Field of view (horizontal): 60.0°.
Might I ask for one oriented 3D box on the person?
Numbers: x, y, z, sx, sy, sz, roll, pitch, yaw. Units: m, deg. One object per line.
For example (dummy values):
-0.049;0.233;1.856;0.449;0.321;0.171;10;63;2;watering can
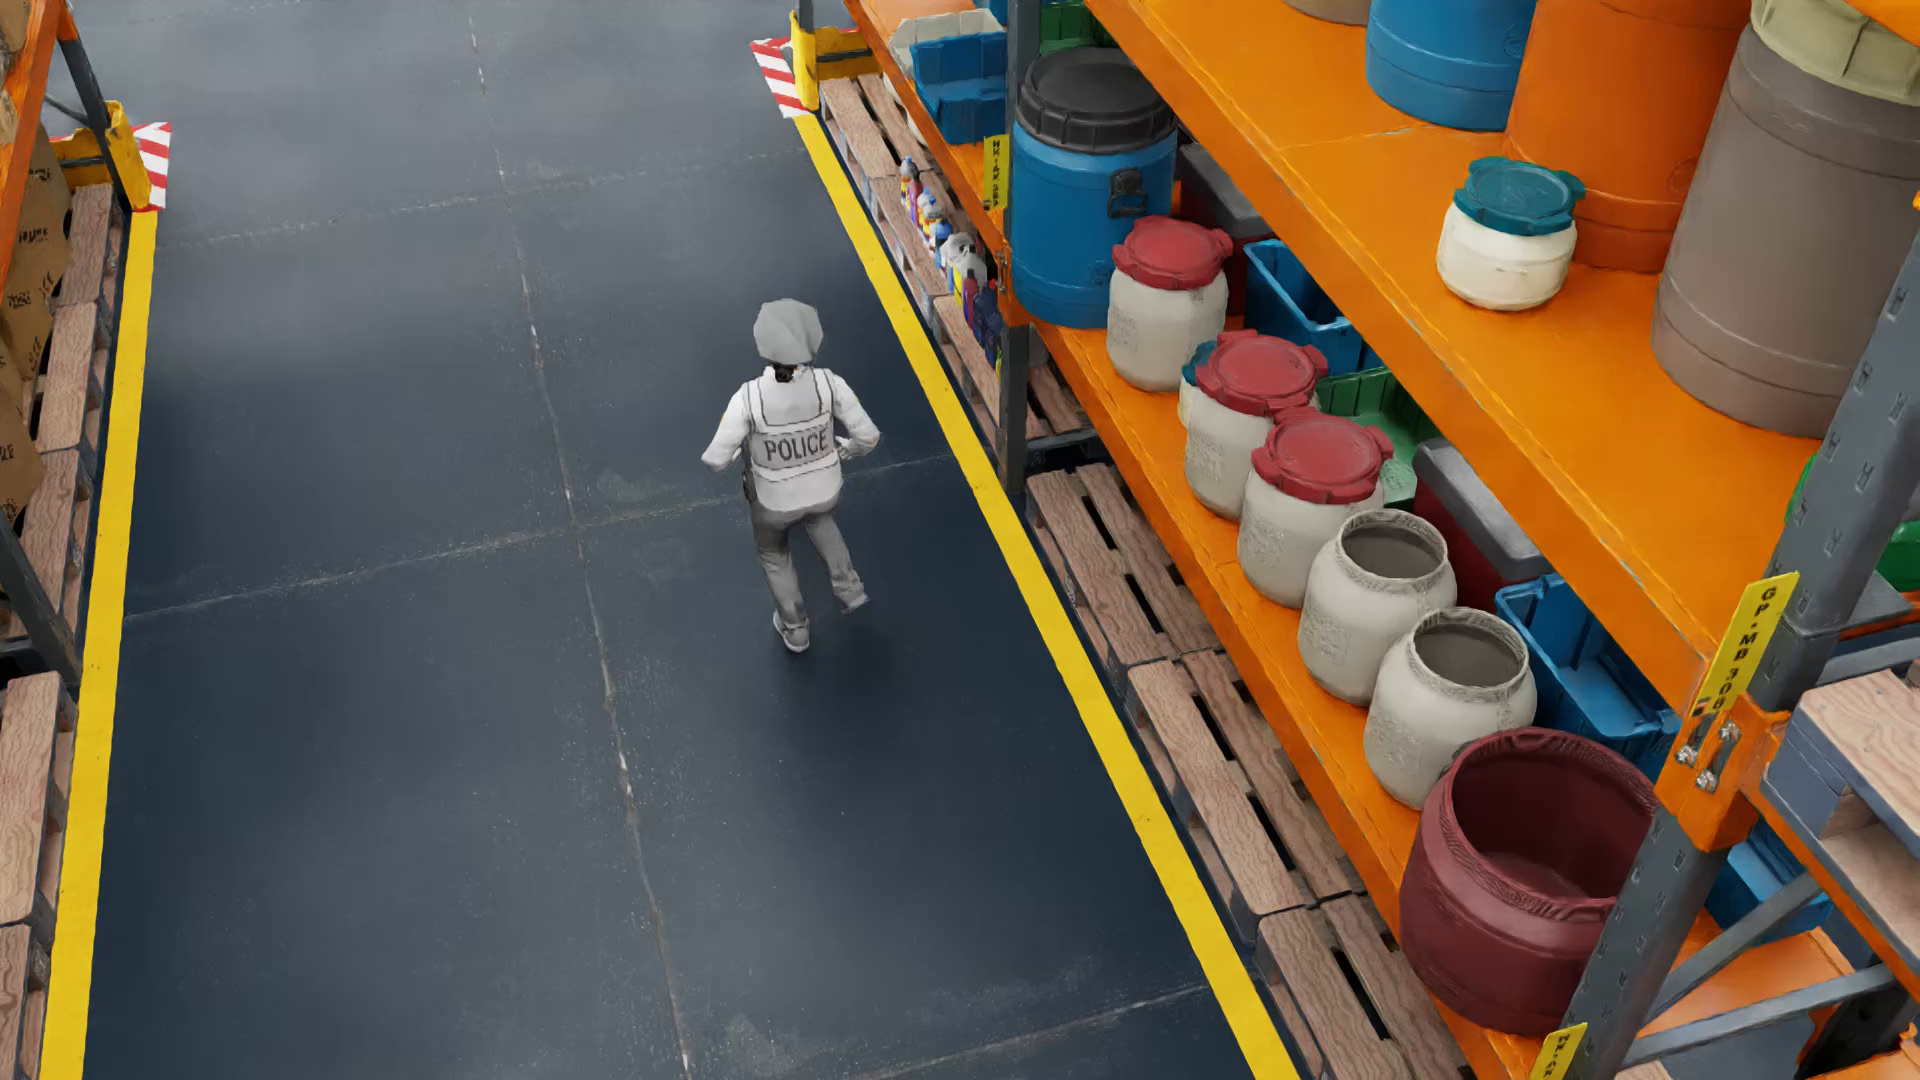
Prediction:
-0.676;-0.235;6.423;0.657;1.666;0.471;-19;46;-20;person
